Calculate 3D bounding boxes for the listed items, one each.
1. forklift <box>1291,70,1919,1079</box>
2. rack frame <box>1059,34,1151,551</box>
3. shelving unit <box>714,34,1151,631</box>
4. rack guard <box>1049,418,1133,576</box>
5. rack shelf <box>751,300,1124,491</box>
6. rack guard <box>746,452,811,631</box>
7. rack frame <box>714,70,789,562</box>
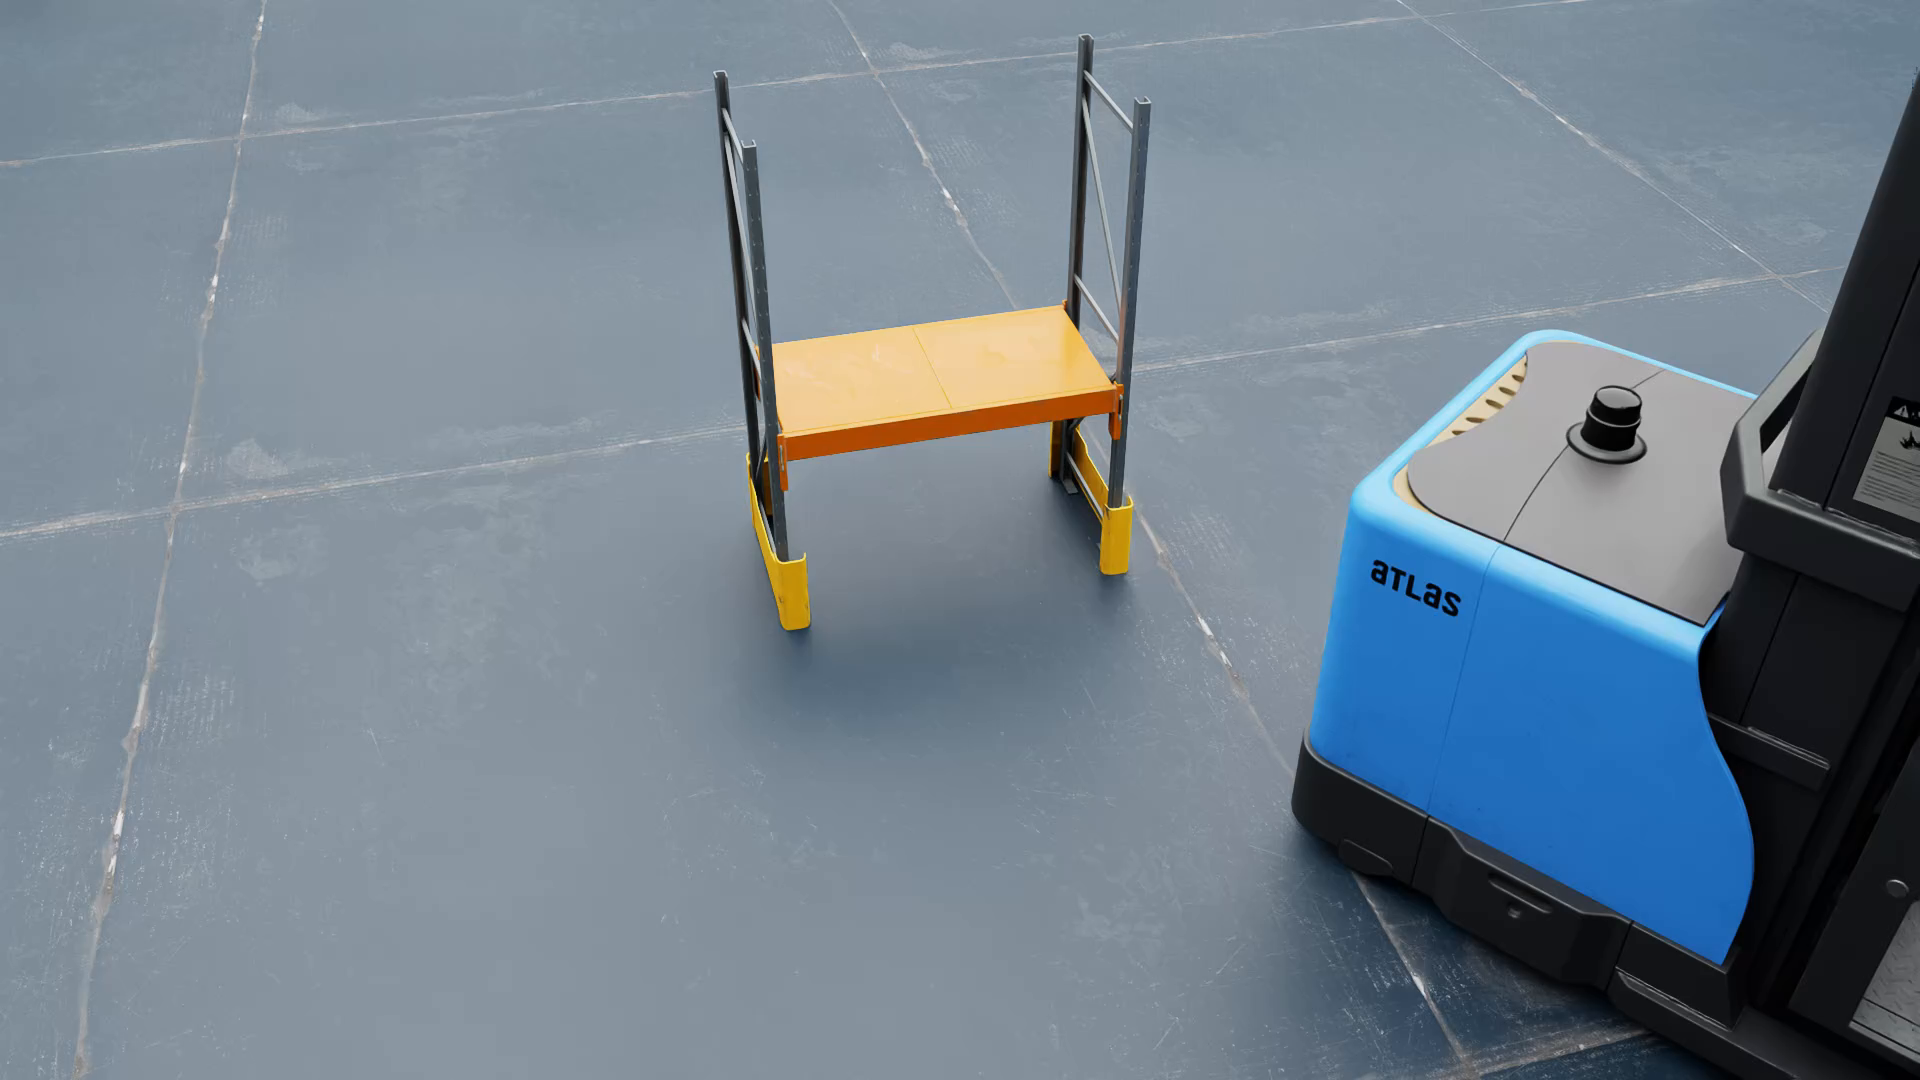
[{"bbox_3d":[2.300,-0.069,2.928,3.031,2.935,1.130,27,45,31],"label":"forklift"},{"bbox_3d":[0.408,-0.663,4.882,0.032,1.500,0.500,-9,38,-12],"label":"rack frame"},{"bbox_3d":[-0.074,-0.584,4.779,1.083,1.500,0.587,-9,38,-12],"label":"shelving unit"},{"bbox_3d":[0.407,-0.166,5.261,0.087,0.250,0.587,-9,38,-12],"label":"rack guard"},{"bbox_3d":[-0.082,-0.439,4.886,1.000,0.185,0.538,-9,38,-12],"label":"rack shelf"},{"bbox_3d":[-0.554,-0.008,5.055,0.087,0.250,0.587,-9,38,-12],"label":"rack guard"},{"bbox_3d":[-0.573,-0.502,4.671,0.032,1.500,0.500,-9,38,-12],"label":"rack frame"}]
